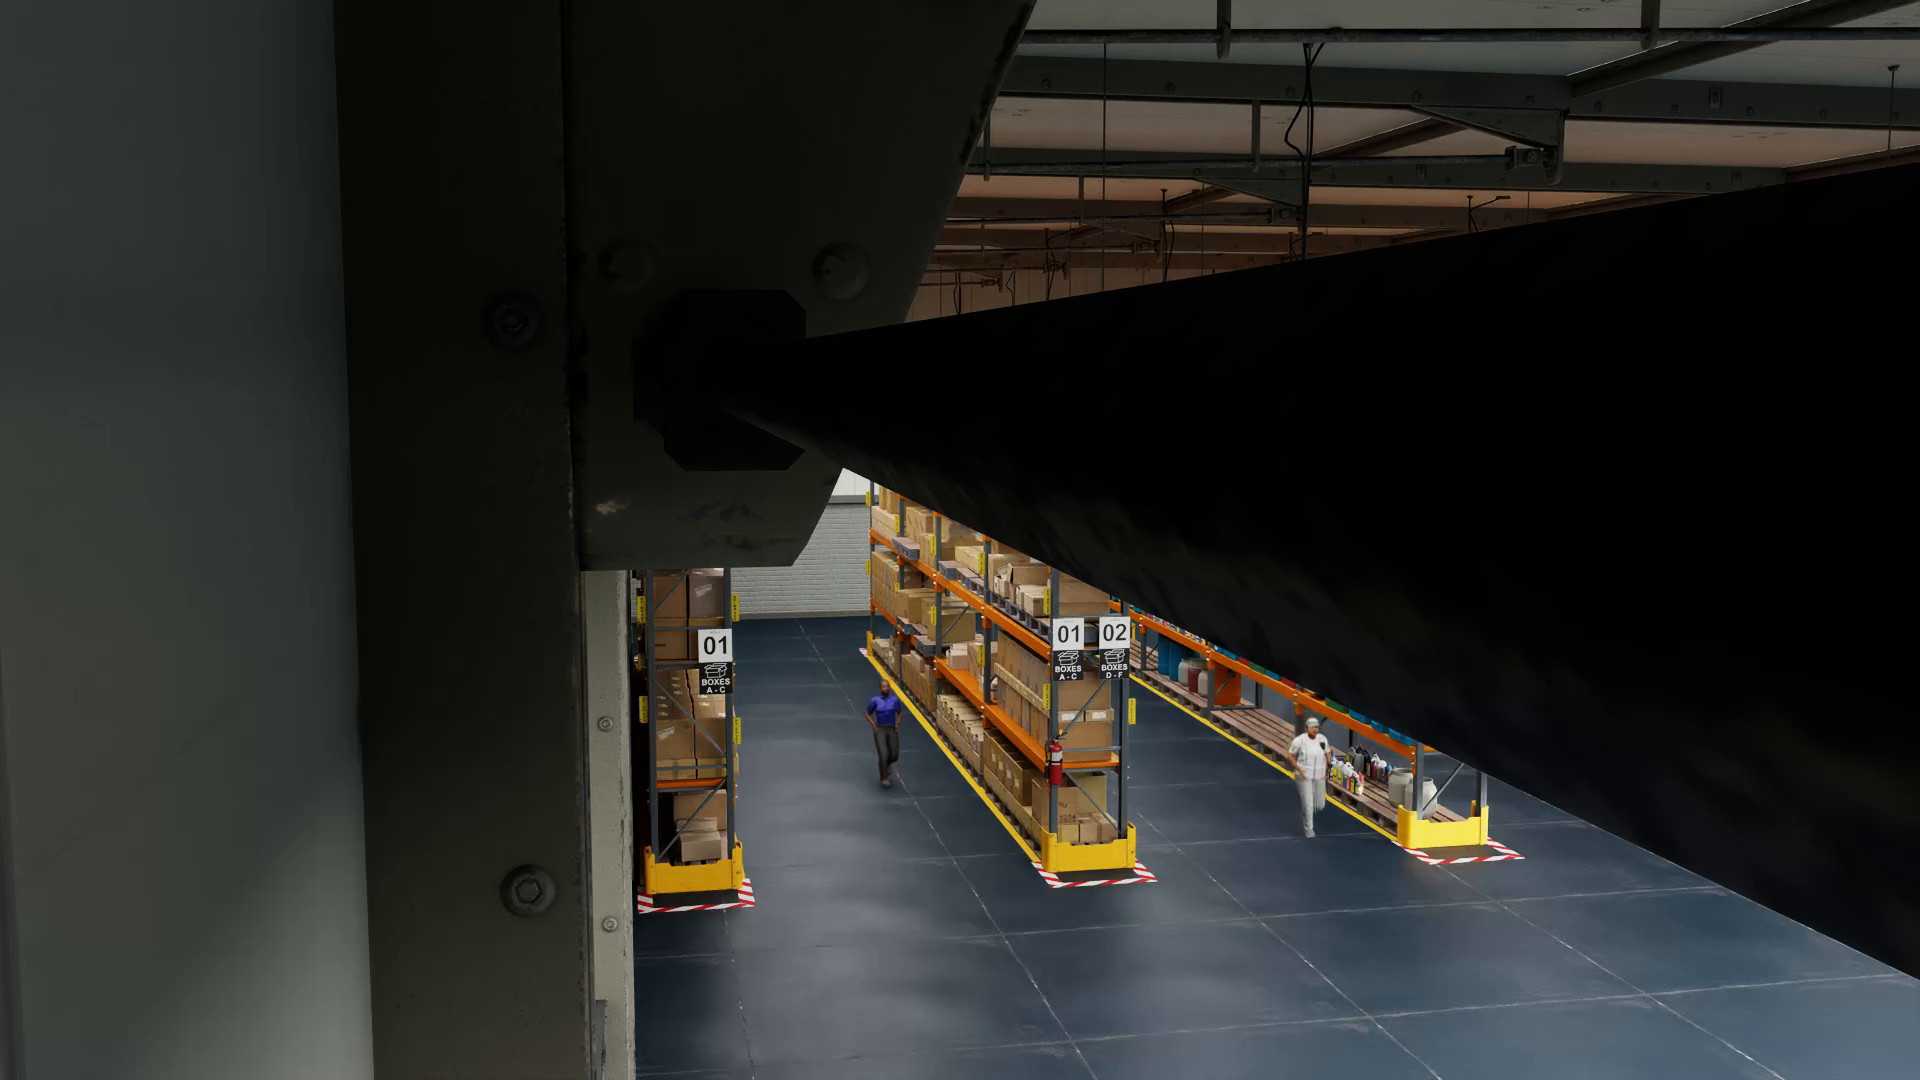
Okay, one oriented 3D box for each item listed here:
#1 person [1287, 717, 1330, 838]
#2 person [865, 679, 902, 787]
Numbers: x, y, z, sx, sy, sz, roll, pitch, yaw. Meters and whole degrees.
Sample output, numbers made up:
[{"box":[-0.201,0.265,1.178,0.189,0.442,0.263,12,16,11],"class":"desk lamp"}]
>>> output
[{"box":[4.731,3.194,22.540,0.606,1.636,0.582,-1,6,-7],"class":"person"},{"box":[-1.146,2.902,25.200,0.574,1.602,0.586,-1,6,-14],"class":"person"}]
